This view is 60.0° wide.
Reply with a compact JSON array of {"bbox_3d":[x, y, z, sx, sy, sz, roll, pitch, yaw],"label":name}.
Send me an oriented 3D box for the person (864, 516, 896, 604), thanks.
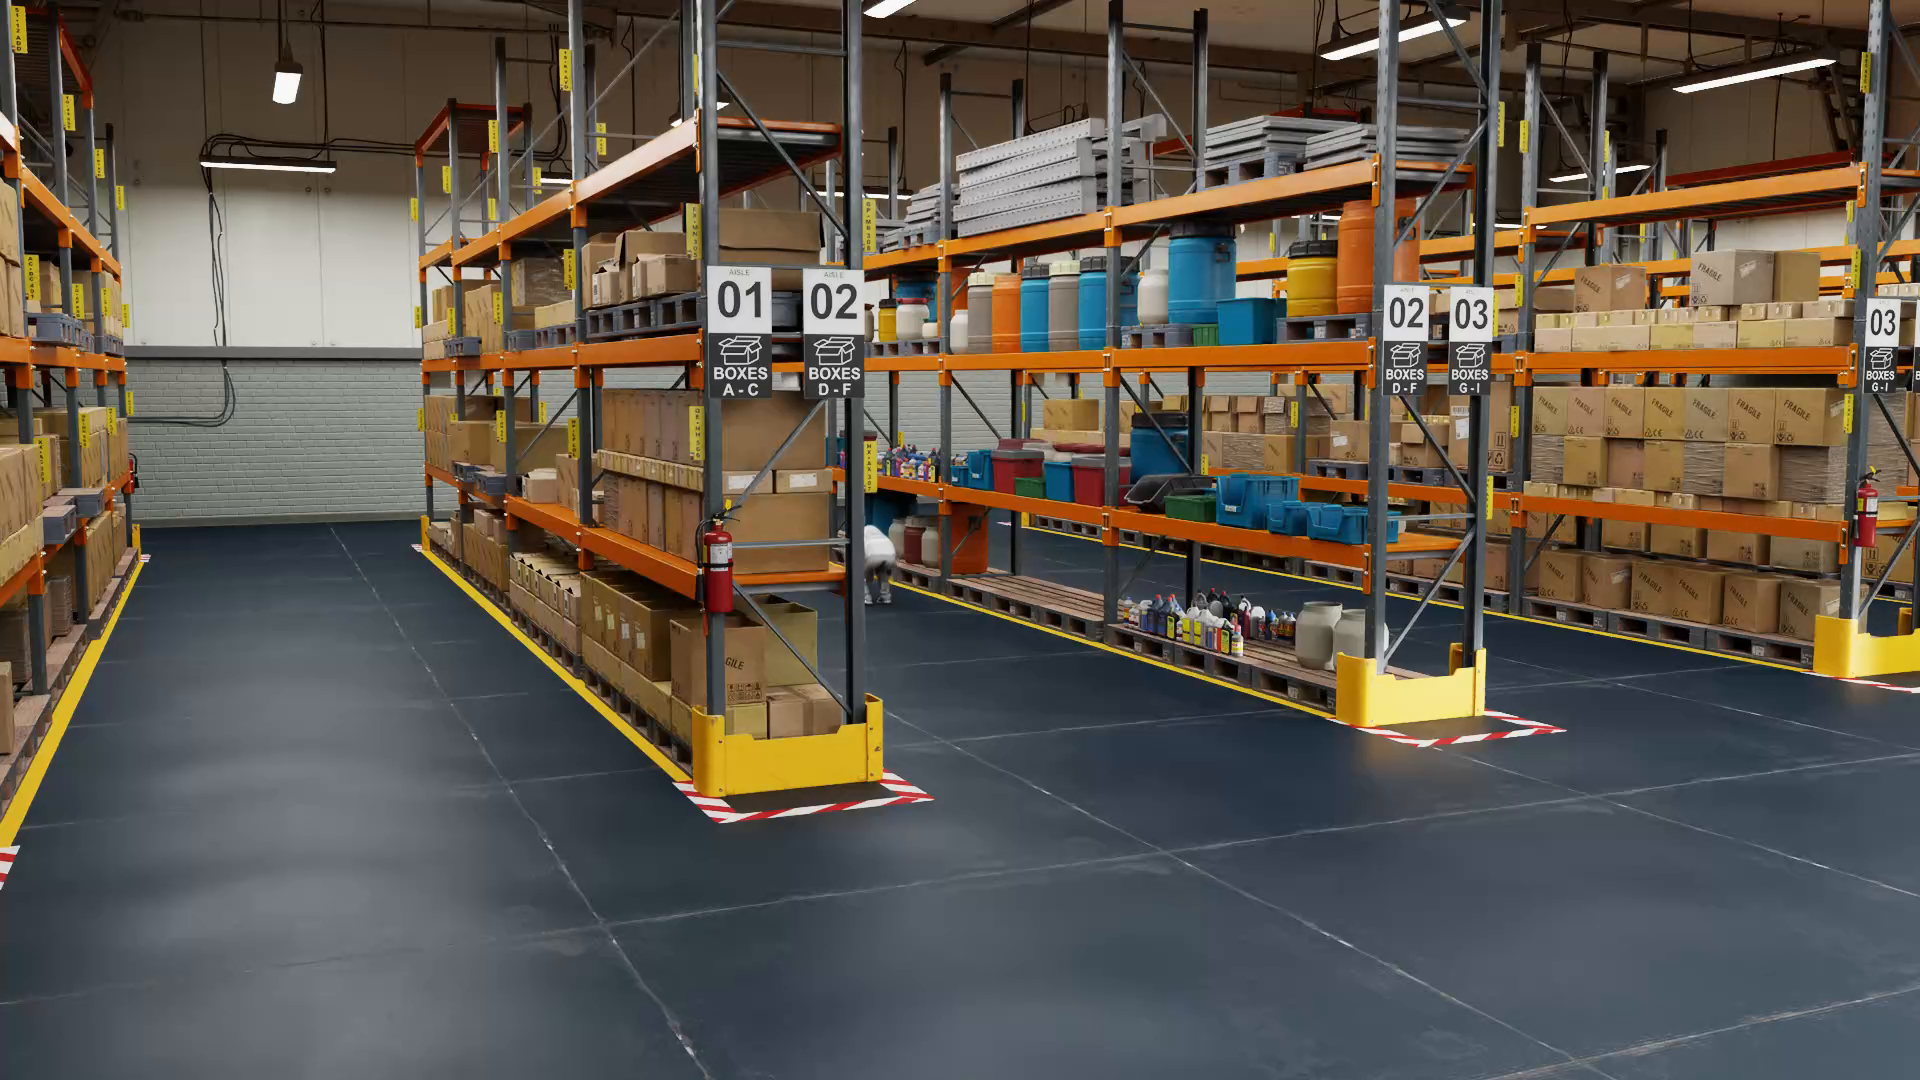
[{"bbox_3d":[-1.034,0.226,18.910,0.458,0.983,0.876,-3,6,-25],"label":"person"}]
